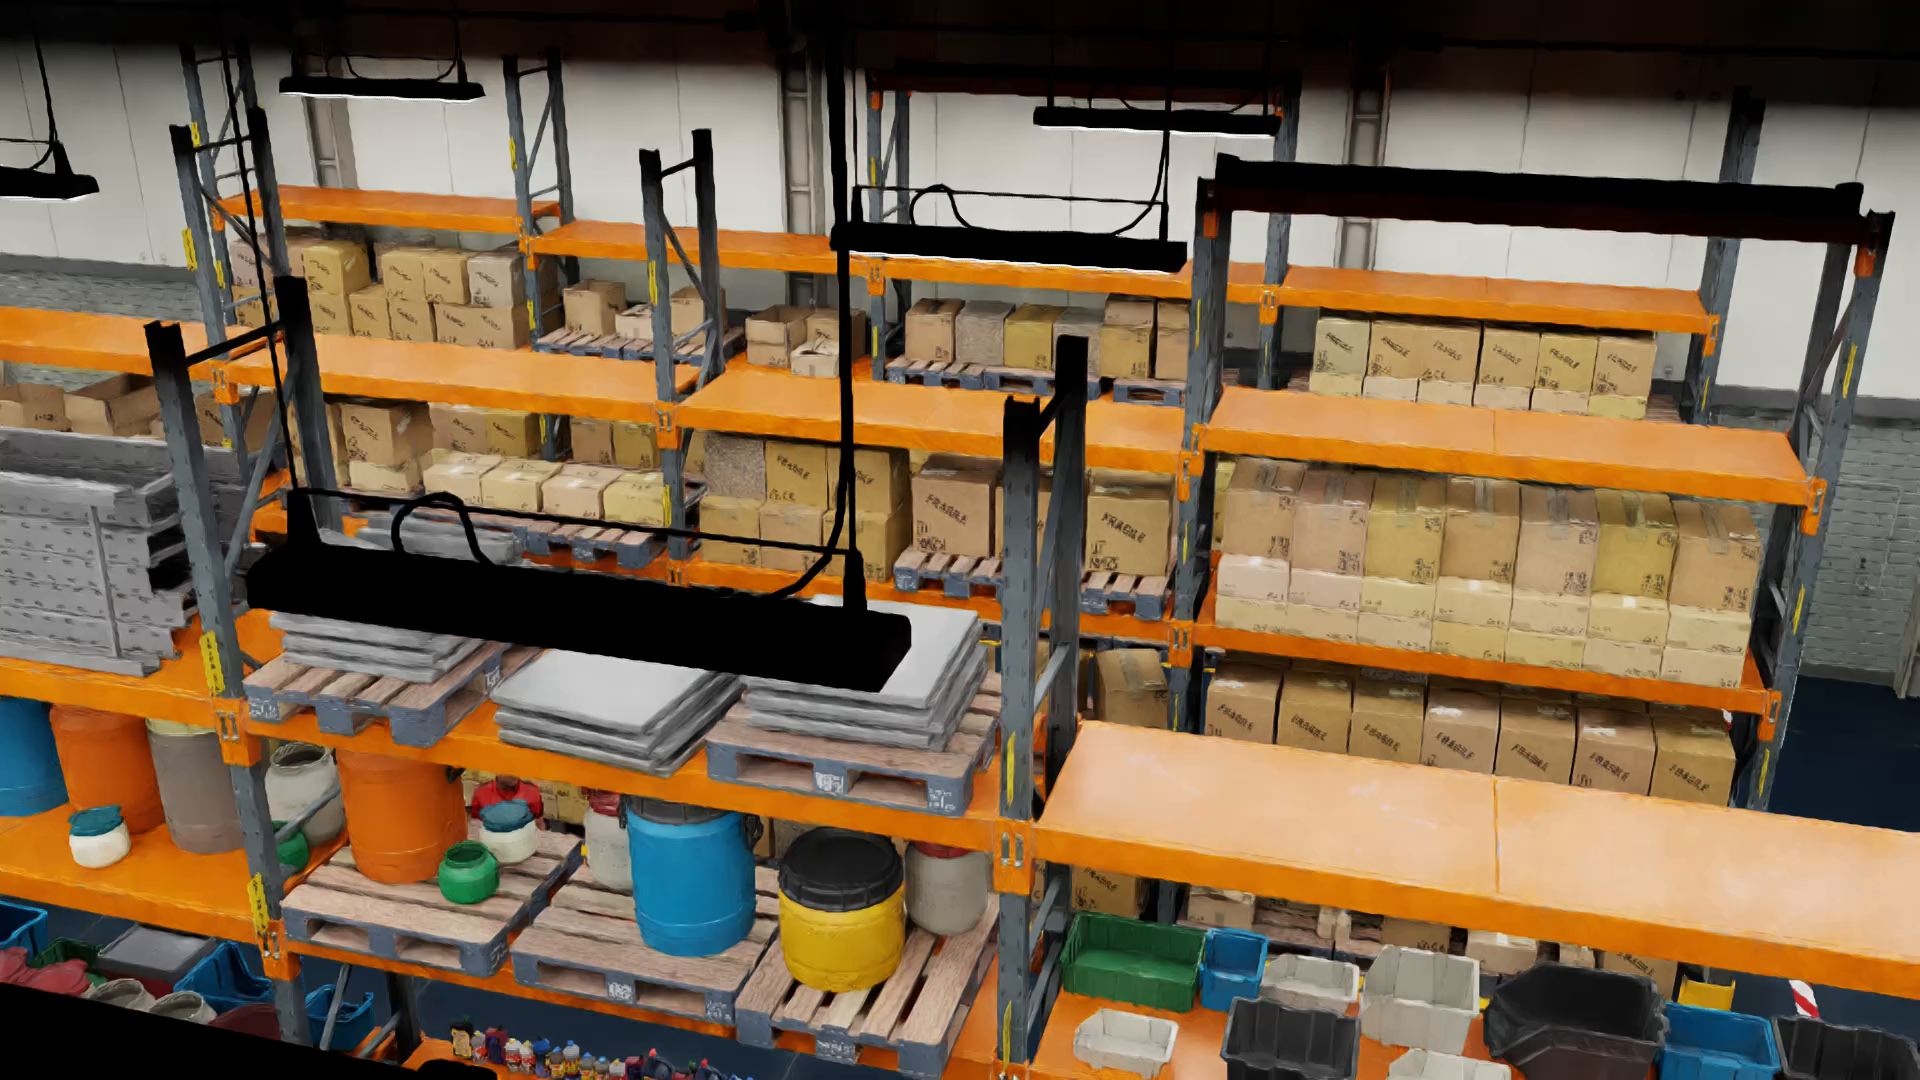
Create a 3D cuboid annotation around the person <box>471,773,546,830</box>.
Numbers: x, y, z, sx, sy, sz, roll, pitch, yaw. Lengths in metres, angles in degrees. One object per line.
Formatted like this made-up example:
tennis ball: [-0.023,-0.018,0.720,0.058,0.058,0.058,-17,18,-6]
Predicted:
person: [-3.459,2.399,12.752,0.586,1.724,0.461,-4,23,-9]
